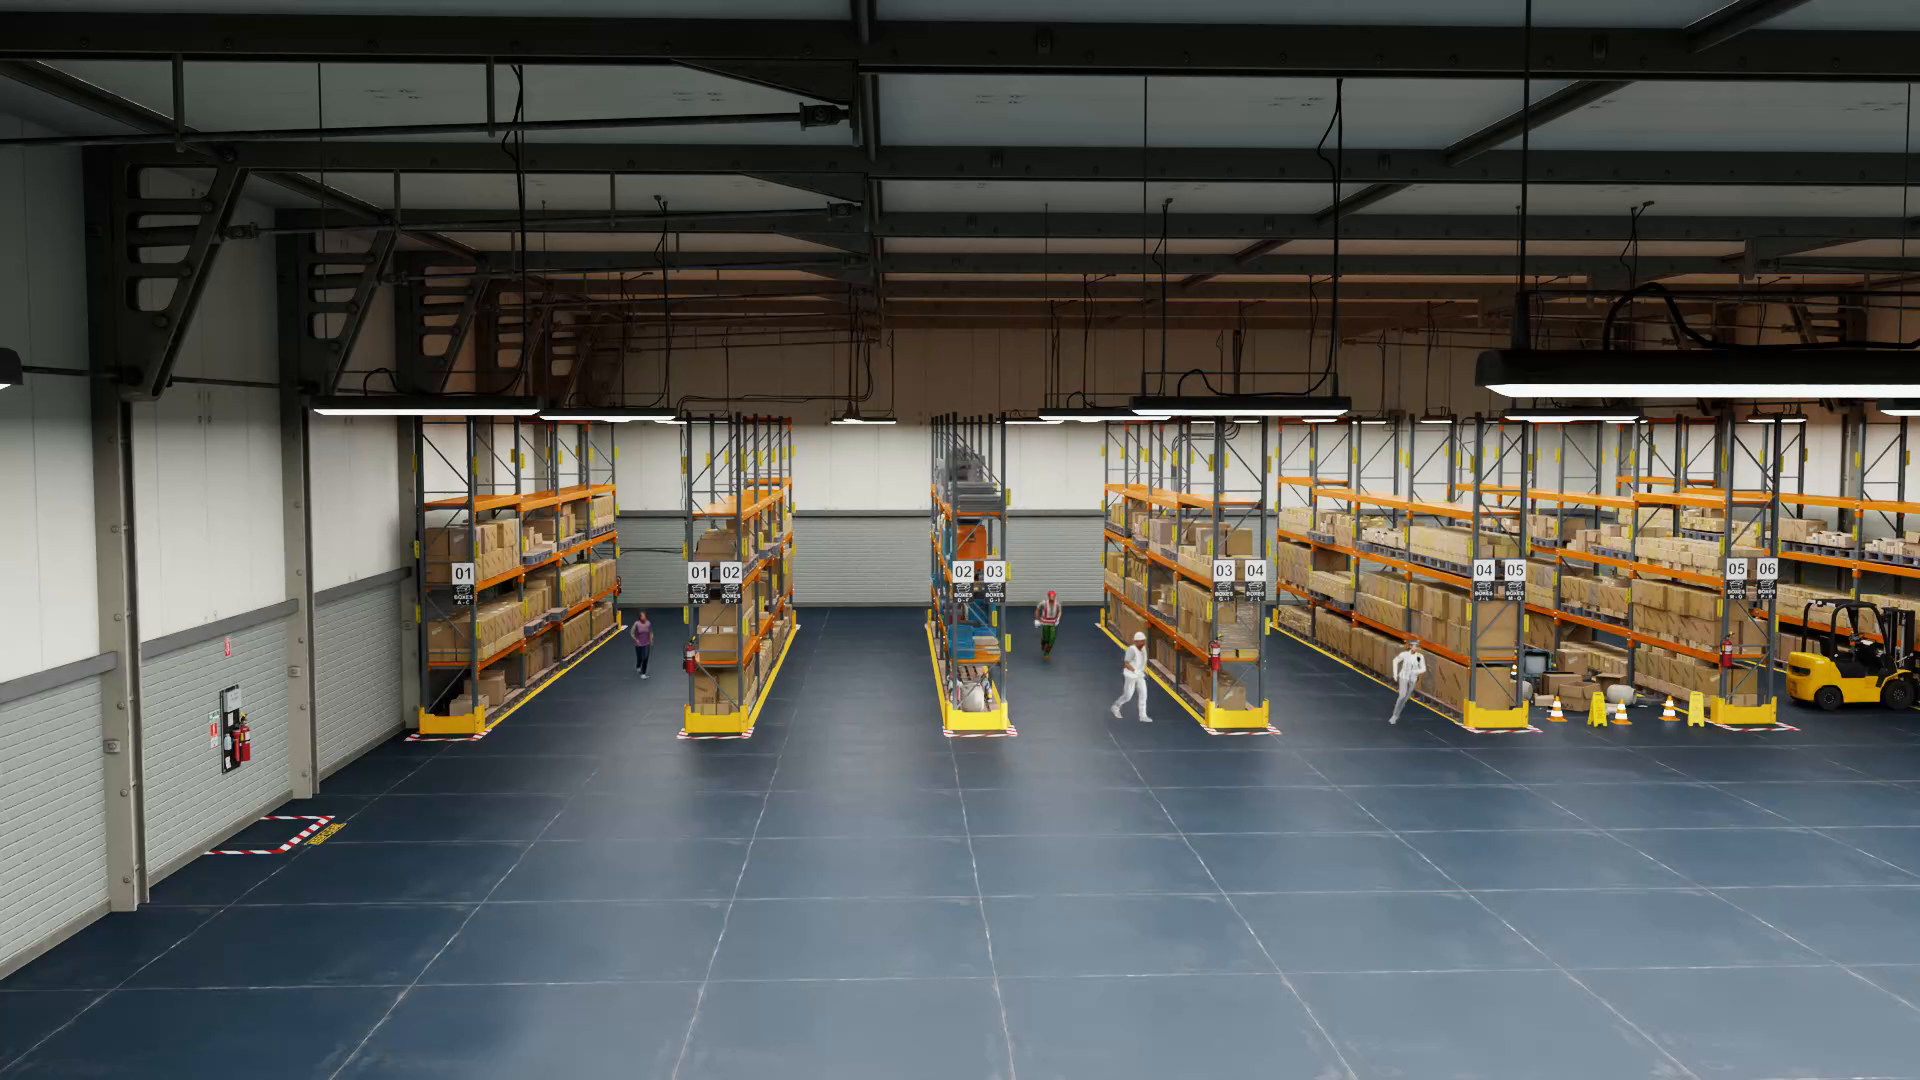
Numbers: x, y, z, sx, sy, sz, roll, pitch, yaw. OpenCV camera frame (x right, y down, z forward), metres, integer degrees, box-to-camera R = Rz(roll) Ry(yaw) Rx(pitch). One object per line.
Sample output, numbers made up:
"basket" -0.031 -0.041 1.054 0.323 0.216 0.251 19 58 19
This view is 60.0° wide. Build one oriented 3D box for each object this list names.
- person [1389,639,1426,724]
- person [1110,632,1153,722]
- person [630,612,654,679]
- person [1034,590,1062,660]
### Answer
"person" 8.604 2.701 32.145 0.735 1.620 0.712 0 4 -2
"person" 3.329 2.642 32.226 0.960 1.752 0.646 4 5 45
"person" -7.249 2.385 37.894 0.538 1.544 0.613 -1 4 -18
"person" 2.182 2.078 41.035 0.655 1.717 0.693 -1 4 -21
